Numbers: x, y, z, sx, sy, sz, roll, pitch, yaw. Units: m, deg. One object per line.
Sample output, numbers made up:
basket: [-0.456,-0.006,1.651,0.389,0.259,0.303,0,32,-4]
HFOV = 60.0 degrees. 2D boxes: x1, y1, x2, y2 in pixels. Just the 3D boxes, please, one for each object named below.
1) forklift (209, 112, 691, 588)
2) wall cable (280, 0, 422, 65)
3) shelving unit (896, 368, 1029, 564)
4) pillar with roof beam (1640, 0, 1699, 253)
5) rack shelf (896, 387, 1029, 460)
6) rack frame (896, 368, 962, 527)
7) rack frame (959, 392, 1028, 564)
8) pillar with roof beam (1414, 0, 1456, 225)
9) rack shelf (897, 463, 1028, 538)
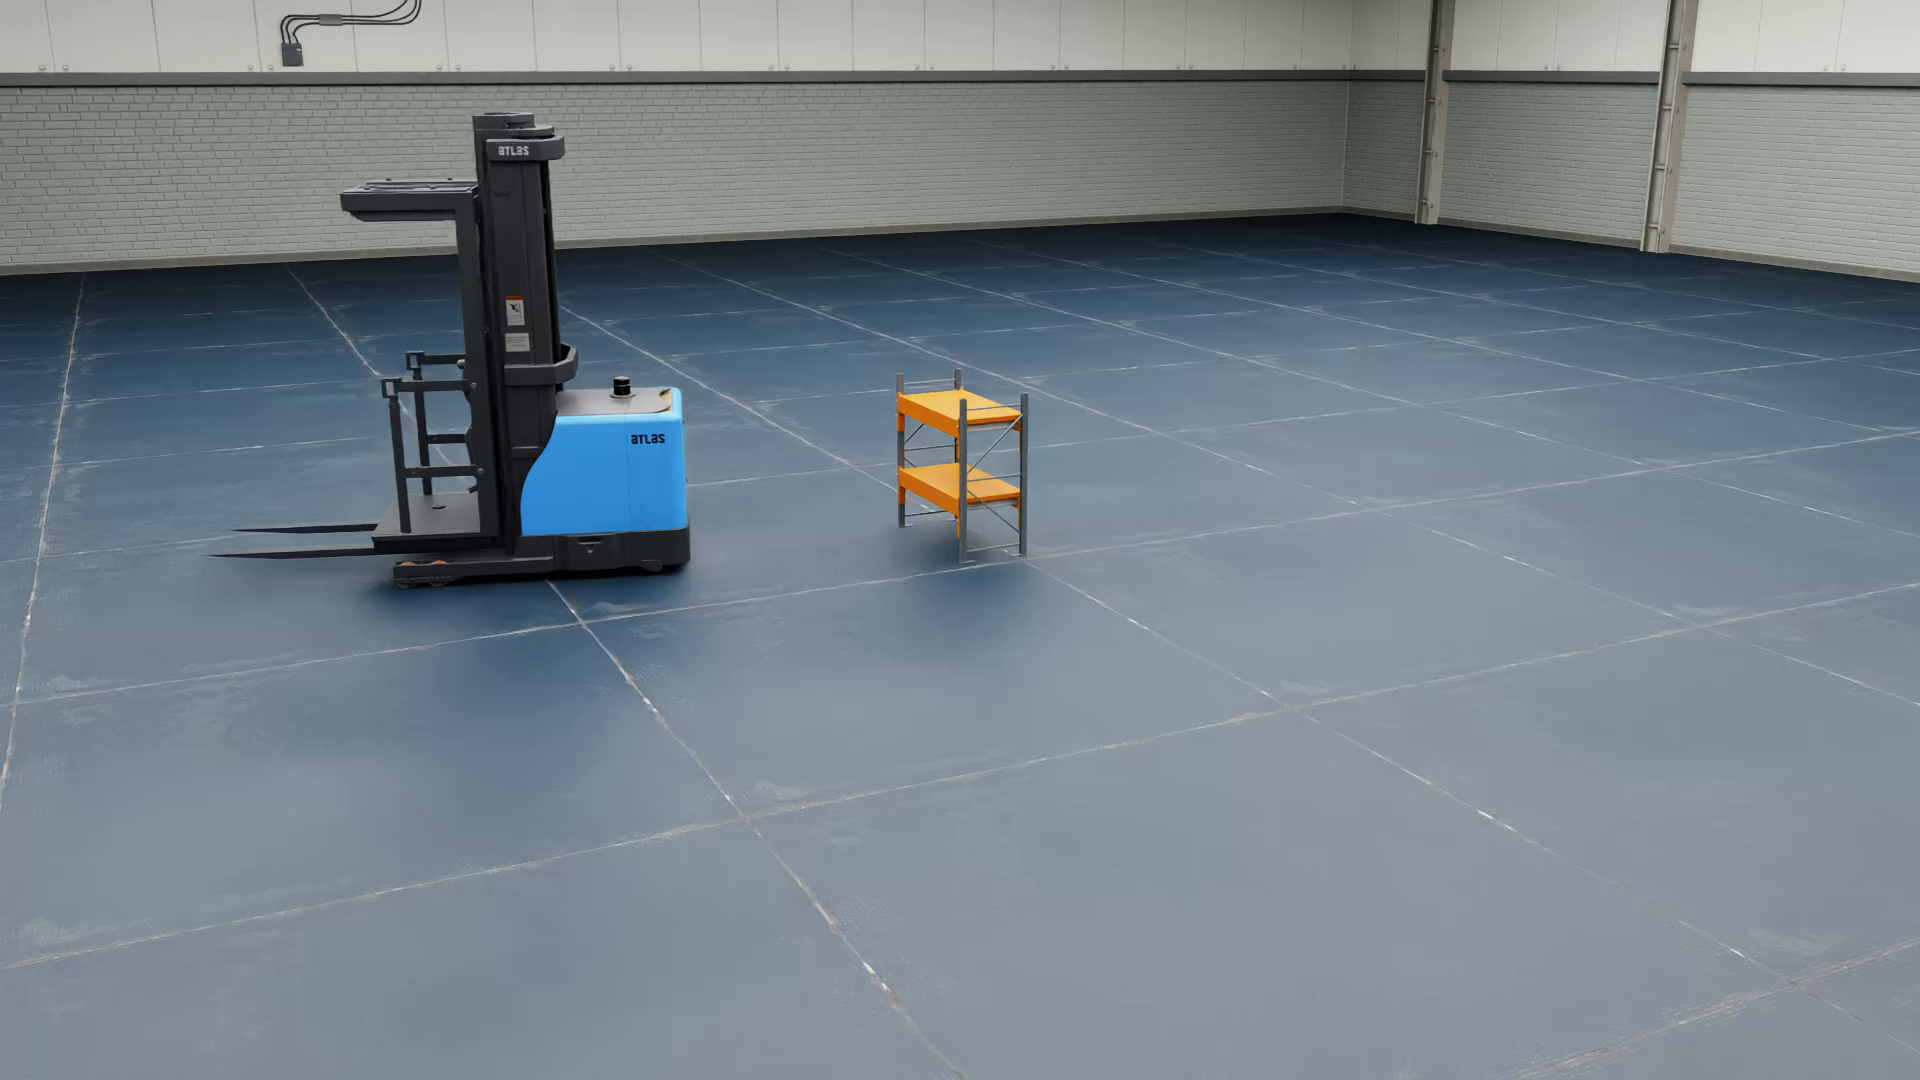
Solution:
forklift: [-3.352,-1.257,10.817,3.031,2.935,1.130,-3,16,-9]
wall cable: [-10.090,-10.830,27.012,2.305,6.003,0.169,-8,18,-25]
shelving unit: [0.003,-0.539,11.590,0.538,1.125,1.048,-8,18,-25]
pillar with roof beam: [8.546,-8.961,26.662,9.100,9.000,0.400,-8,18,-25]
rack shelf: [0.003,-0.820,11.509,0.538,0.278,1.000,-8,18,-25]
rack frame: [-0.220,-0.665,12.029,0.500,1.125,0.032,-8,18,-25]
rack frame: [0.226,-0.413,11.150,0.500,1.125,0.032,-8,18,-25]
pillar with roof beam: [5.917,-10.449,31.847,9.100,9.000,0.400,-8,18,-25]
rack shelf: [0.003,-0.304,11.657,0.538,0.278,1.000,-8,18,-25]
